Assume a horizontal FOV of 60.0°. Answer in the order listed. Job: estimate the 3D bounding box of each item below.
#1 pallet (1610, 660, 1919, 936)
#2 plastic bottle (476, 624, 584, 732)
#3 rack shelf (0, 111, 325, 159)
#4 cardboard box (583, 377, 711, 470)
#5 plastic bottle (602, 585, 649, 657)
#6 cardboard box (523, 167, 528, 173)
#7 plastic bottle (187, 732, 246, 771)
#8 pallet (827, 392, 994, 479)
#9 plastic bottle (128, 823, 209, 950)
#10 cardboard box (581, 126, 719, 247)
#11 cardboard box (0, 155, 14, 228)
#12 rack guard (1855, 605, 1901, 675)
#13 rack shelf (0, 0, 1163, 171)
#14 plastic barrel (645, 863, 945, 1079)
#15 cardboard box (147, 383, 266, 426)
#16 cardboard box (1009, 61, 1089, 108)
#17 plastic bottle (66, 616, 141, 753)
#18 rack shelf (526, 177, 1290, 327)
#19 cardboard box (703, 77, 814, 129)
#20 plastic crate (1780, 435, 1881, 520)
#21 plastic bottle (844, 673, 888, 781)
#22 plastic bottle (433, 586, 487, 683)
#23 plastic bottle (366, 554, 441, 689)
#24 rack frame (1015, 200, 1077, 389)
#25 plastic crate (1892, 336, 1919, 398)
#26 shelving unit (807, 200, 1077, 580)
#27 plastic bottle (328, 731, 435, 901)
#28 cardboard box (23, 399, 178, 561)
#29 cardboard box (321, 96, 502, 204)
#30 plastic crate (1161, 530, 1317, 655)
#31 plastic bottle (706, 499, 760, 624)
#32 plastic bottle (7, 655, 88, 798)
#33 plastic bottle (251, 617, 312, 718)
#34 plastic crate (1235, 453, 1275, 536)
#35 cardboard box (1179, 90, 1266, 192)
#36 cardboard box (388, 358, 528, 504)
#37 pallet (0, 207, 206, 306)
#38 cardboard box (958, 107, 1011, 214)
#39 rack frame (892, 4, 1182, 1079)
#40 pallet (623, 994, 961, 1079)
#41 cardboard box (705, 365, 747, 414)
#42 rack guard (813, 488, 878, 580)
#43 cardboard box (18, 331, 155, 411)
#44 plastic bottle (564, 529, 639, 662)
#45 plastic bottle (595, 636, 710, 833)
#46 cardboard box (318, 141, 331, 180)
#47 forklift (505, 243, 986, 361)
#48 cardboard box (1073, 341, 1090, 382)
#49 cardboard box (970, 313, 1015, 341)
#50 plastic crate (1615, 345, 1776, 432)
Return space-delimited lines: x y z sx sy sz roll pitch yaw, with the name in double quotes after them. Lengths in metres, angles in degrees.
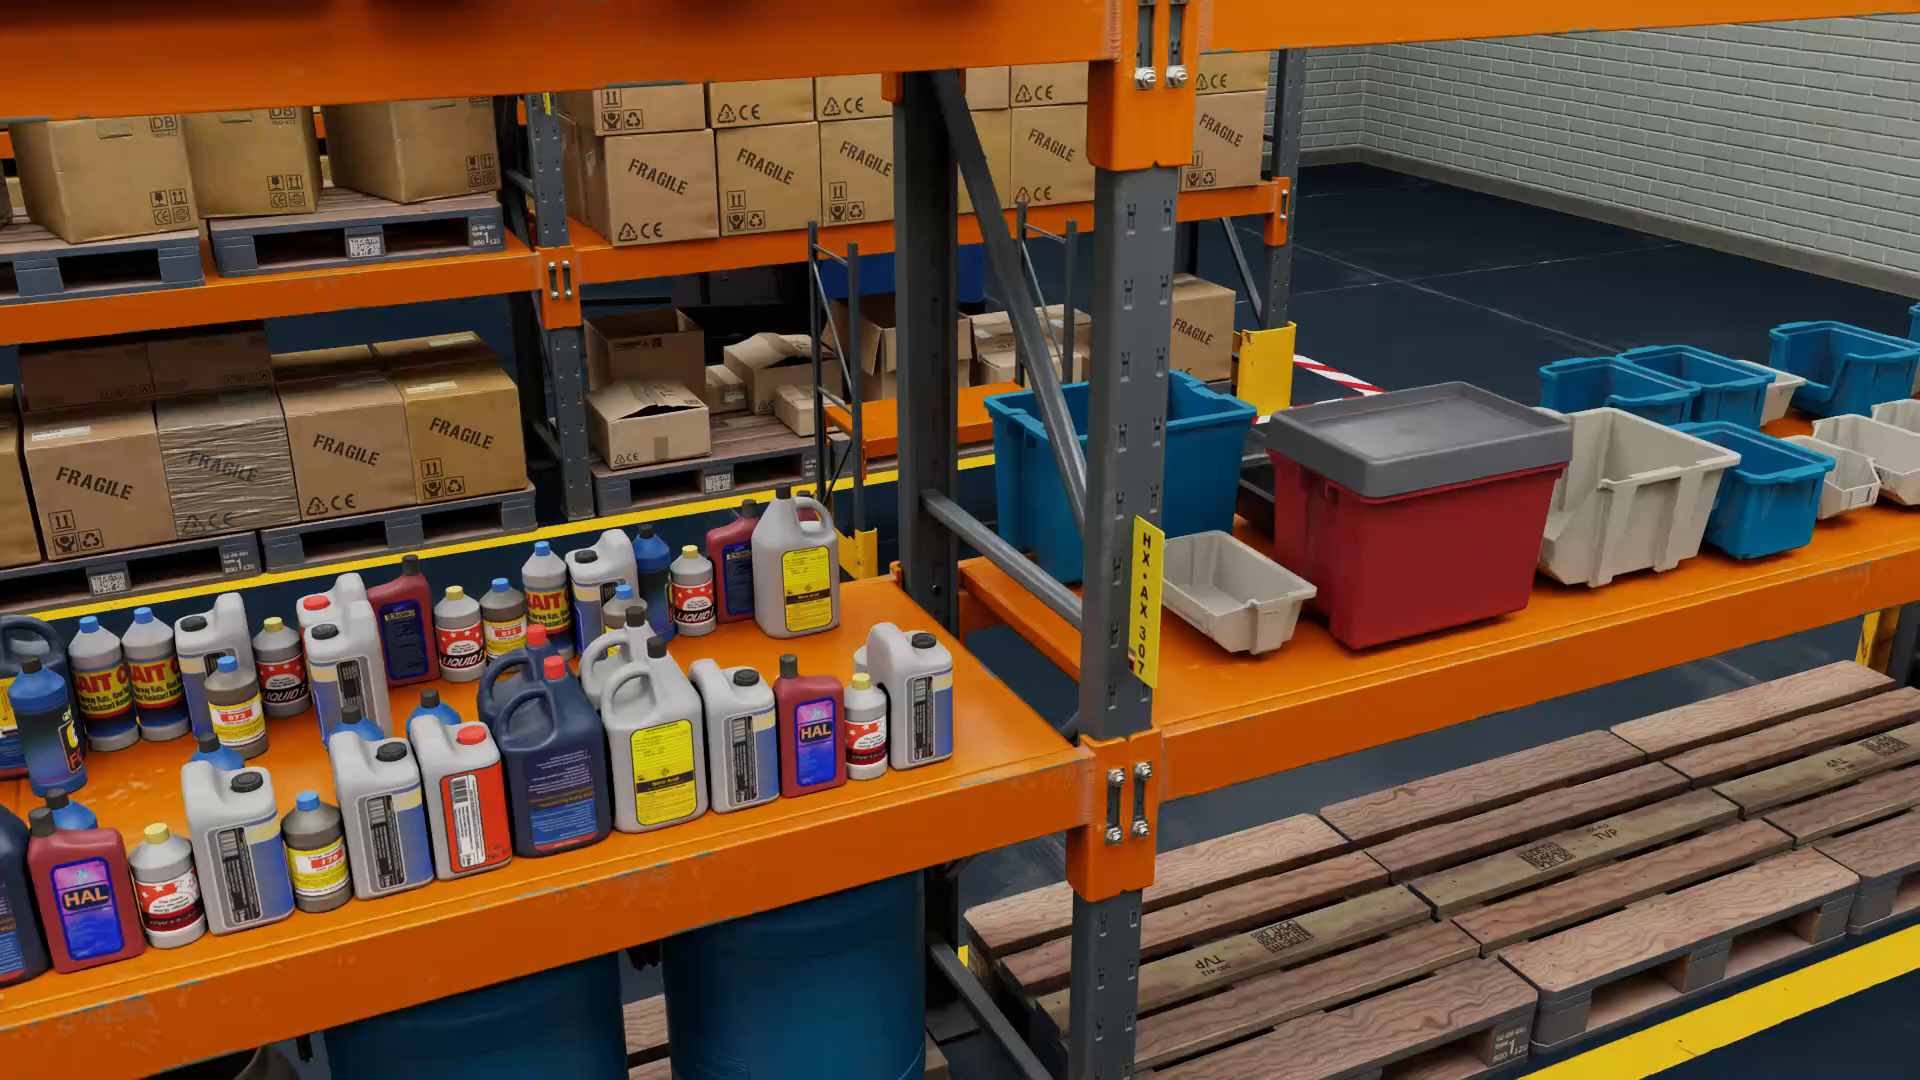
2.962 0.807 5.525 1.213 0.211 1.003 -10 25 -24 "pallet"
-0.798 0.327 3.102 0.185 0.351 0.144 -10 25 -24 "plastic bottle"
-5.981 -2.692 11.271 4.000 0.370 1.077 -10 25 -24 "rack shelf"
-1.555 -0.605 8.231 0.500 0.311 0.500 -10 25 -24 "cardboard box"
-0.723 0.196 3.614 0.097 0.201 0.097 0 22 0 "plastic bottle"
-3.007 -2.566 12.746 0.500 0.500 0.700 -11 25 -24 "cardboard box"
-1.282 0.460 2.886 0.097 0.271 0.097 0 22 0 "plastic bottle"
-0.307 -0.678 9.113 1.213 0.211 1.003 -10 25 -24 "pallet"
-1.304 0.561 2.733 0.097 0.201 0.097 0 22 0 "plastic bottle"
-1.450 -1.686 7.771 0.500 0.500 0.500 -10 24 -22 "cardboard box"
-4.206 -1.455 6.664 0.500 0.500 0.700 -6 23 -14 "cardboard box"
3.738 0.541 5.788 0.348 0.500 1.175 -10 25 -24 "rack guard"
-1.684 -0.663 2.449 4.000 0.370 1.077 -10 25 -24 "rack shelf"
-0.380 0.918 3.804 0.708 0.901 0.600 -10 25 -24 "plastic barrel"
-3.498 -0.529 7.798 0.500 0.500 0.500 -10 25 -23 "cardboard box"
0.375 -2.481 8.383 0.500 0.500 0.500 -10 24 -22 "cardboard box"
-1.712 0.281 3.317 0.097 0.271 0.097 0 22 0 "plastic bottle"
-0.225 -1.649 8.751 4.000 0.370 1.077 -10 25 -24 "rack shelf"
-1.016 -2.224 7.764 0.500 0.500 0.500 -11 25 -25 "cardboard box"
2.299 -0.160 4.481 0.250 0.136 0.298 -10 25 -24 "plastic crate"
-0.190 0.356 3.229 0.097 0.201 0.097 0 22 0 "plastic bottle"
-1.086 0.198 3.608 0.097 0.201 0.097 0 22 0 "plastic bottle"
-1.198 0.173 3.562 0.133 0.283 0.061 -10 25 -24 "plastic bottle"
0.381 -0.763 7.633 0.032 1.500 0.500 -10 25 -24 "rack frame"
3.032 -0.559 5.444 0.298 0.136 0.250 -10 25 -24 "plastic crate"
-0.069 -0.680 7.433 1.083 1.500 0.587 -10 25 -24 "shelving unit"
-1.002 0.459 2.881 0.135 0.276 0.152 -10 25 -24 "plastic bottle"
-3.706 -0.270 7.173 0.500 0.500 0.500 -11 25 -25 "cardboard box"
-2.551 -1.888 7.709 0.700 0.500 0.500 21 30 41 "cardboard box"
0.599 0.125 3.793 0.243 0.136 0.396 -10 25 -24 "plastic crate"
-0.518 0.048 3.864 0.133 0.283 0.061 -10 25 -24 "plastic bottle"
-1.737 0.347 3.158 0.097 0.271 0.097 0 22 0 "plastic bottle"
-1.415 0.259 3.462 0.097 0.201 0.097 0 22 0 "plastic bottle"
1.010 -0.120 4.400 0.590 0.125 0.437 -10 25 -24 "plastic crate"
1.291 -2.191 8.990 0.500 0.500 0.500 -10 24 -22 "cardboard box"
-2.348 -0.517 7.770 0.500 0.500 0.500 -11 25 -24 "cardboard box"
-3.881 -1.221 7.029 1.213 0.211 1.003 -10 25 -24 "pallet"
-0.080 -1.939 8.382 0.500 0.500 0.500 -11 25 -24 "cardboard box"
0.118 0.058 3.687 0.127 3.000 1.000 -10 25 -24 "rack frame"
-0.596 1.460 3.946 1.213 0.211 1.003 -10 25 -24 "pallet"
-1.325 -0.810 8.938 0.250 0.149 0.380 -10 25 -24 "cardboard box"
-0.517 -0.020 7.472 0.087 0.250 0.587 -10 25 -24 "rack guard"
-3.922 -0.799 7.470 0.500 0.250 0.500 -11 25 -25 "cardboard box"
-0.794 0.122 3.696 0.135 0.276 0.152 -10 25 -24 "plastic bottle"
-0.569 0.346 3.056 0.185 0.351 0.144 -10 25 -24 "plastic bottle"
-4.708 -2.404 11.897 0.750 0.750 0.750 -10 25 -23 "cardboard box"
-1.398 -2.698 10.435 3.031 2.935 1.130 -3 23 -8 "forklift"
0.790 -0.996 9.363 0.250 0.166 0.380 -10 25 -24 "cardboard box"
0.063 -1.087 9.475 0.500 0.250 0.500 -10 25 -24 "cardboard box"
2.170 -0.410 4.958 0.300 0.233 0.416 -10 25 -24 "plastic crate"
